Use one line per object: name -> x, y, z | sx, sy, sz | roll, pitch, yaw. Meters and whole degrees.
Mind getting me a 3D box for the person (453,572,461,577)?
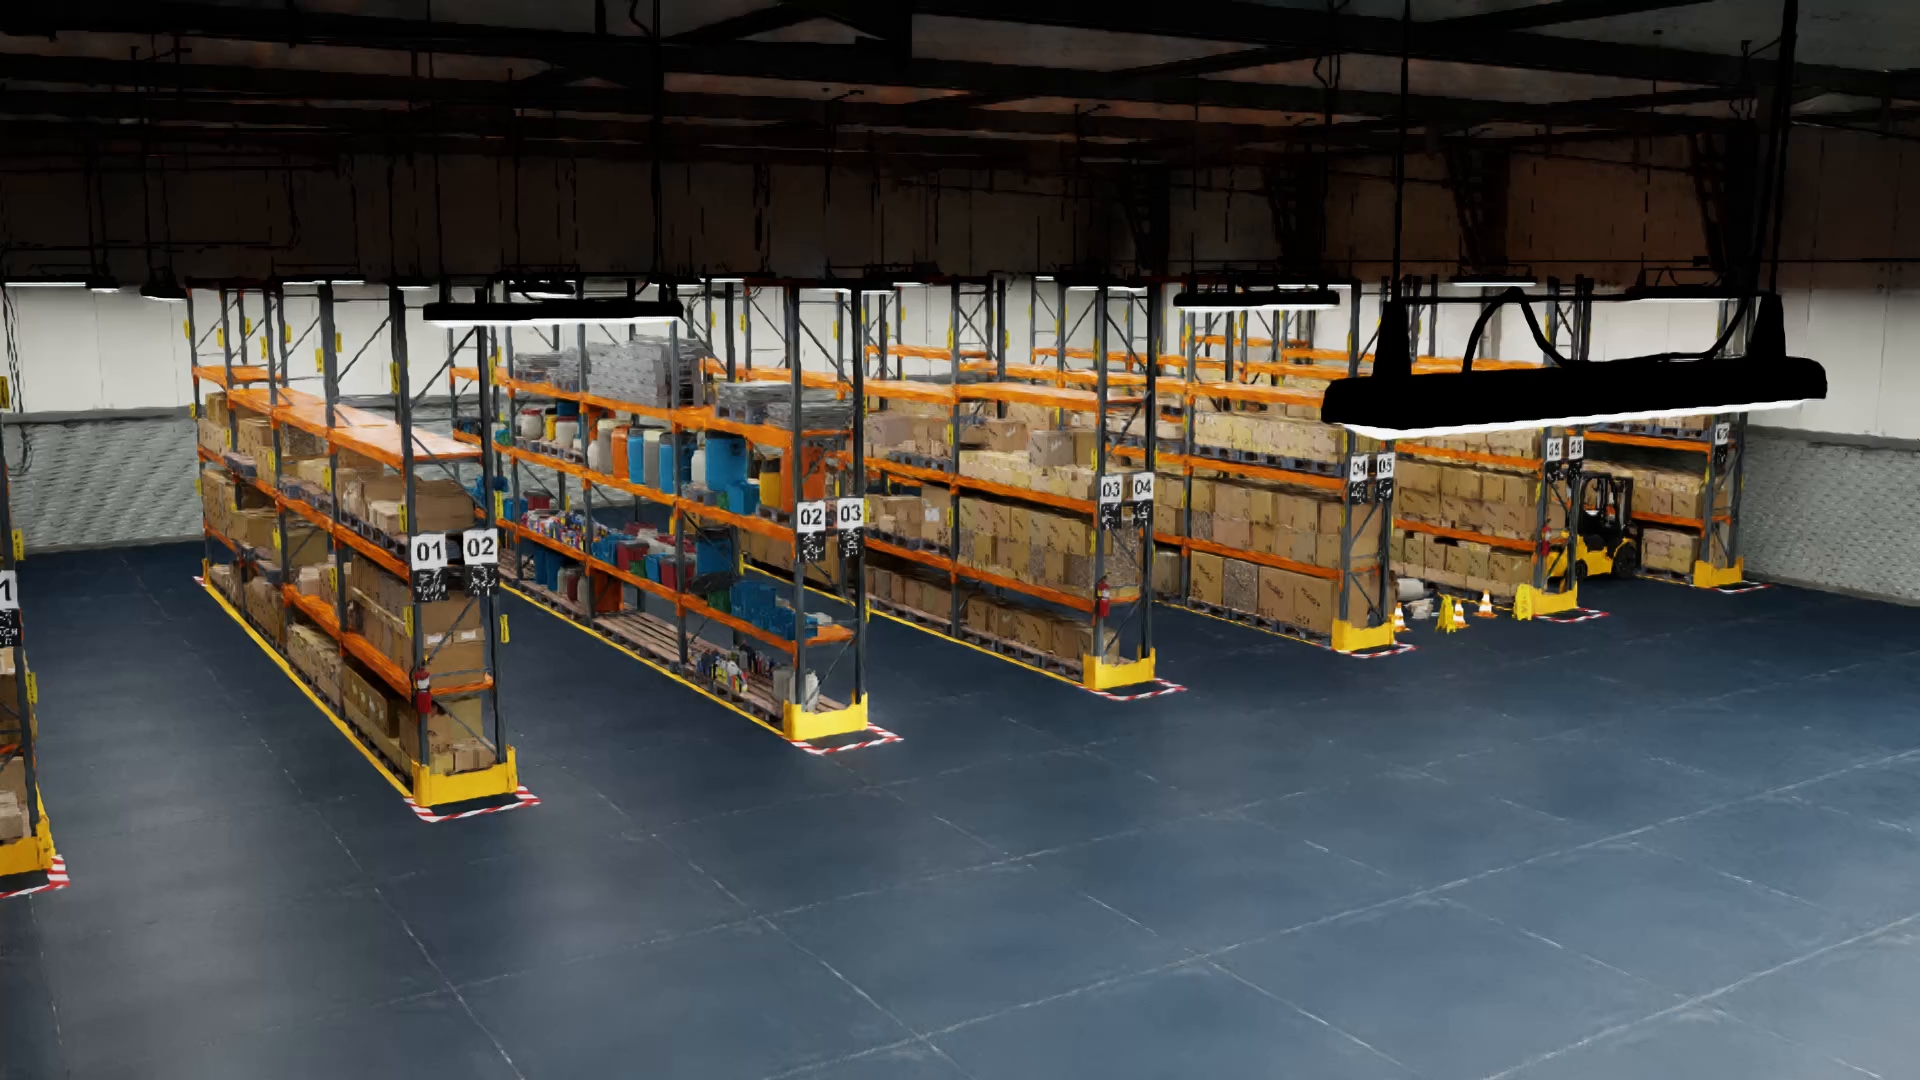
person -> -7.808, 1.227, 25.612 | 0.719, 1.714, 0.578 | -6, 11, -34
